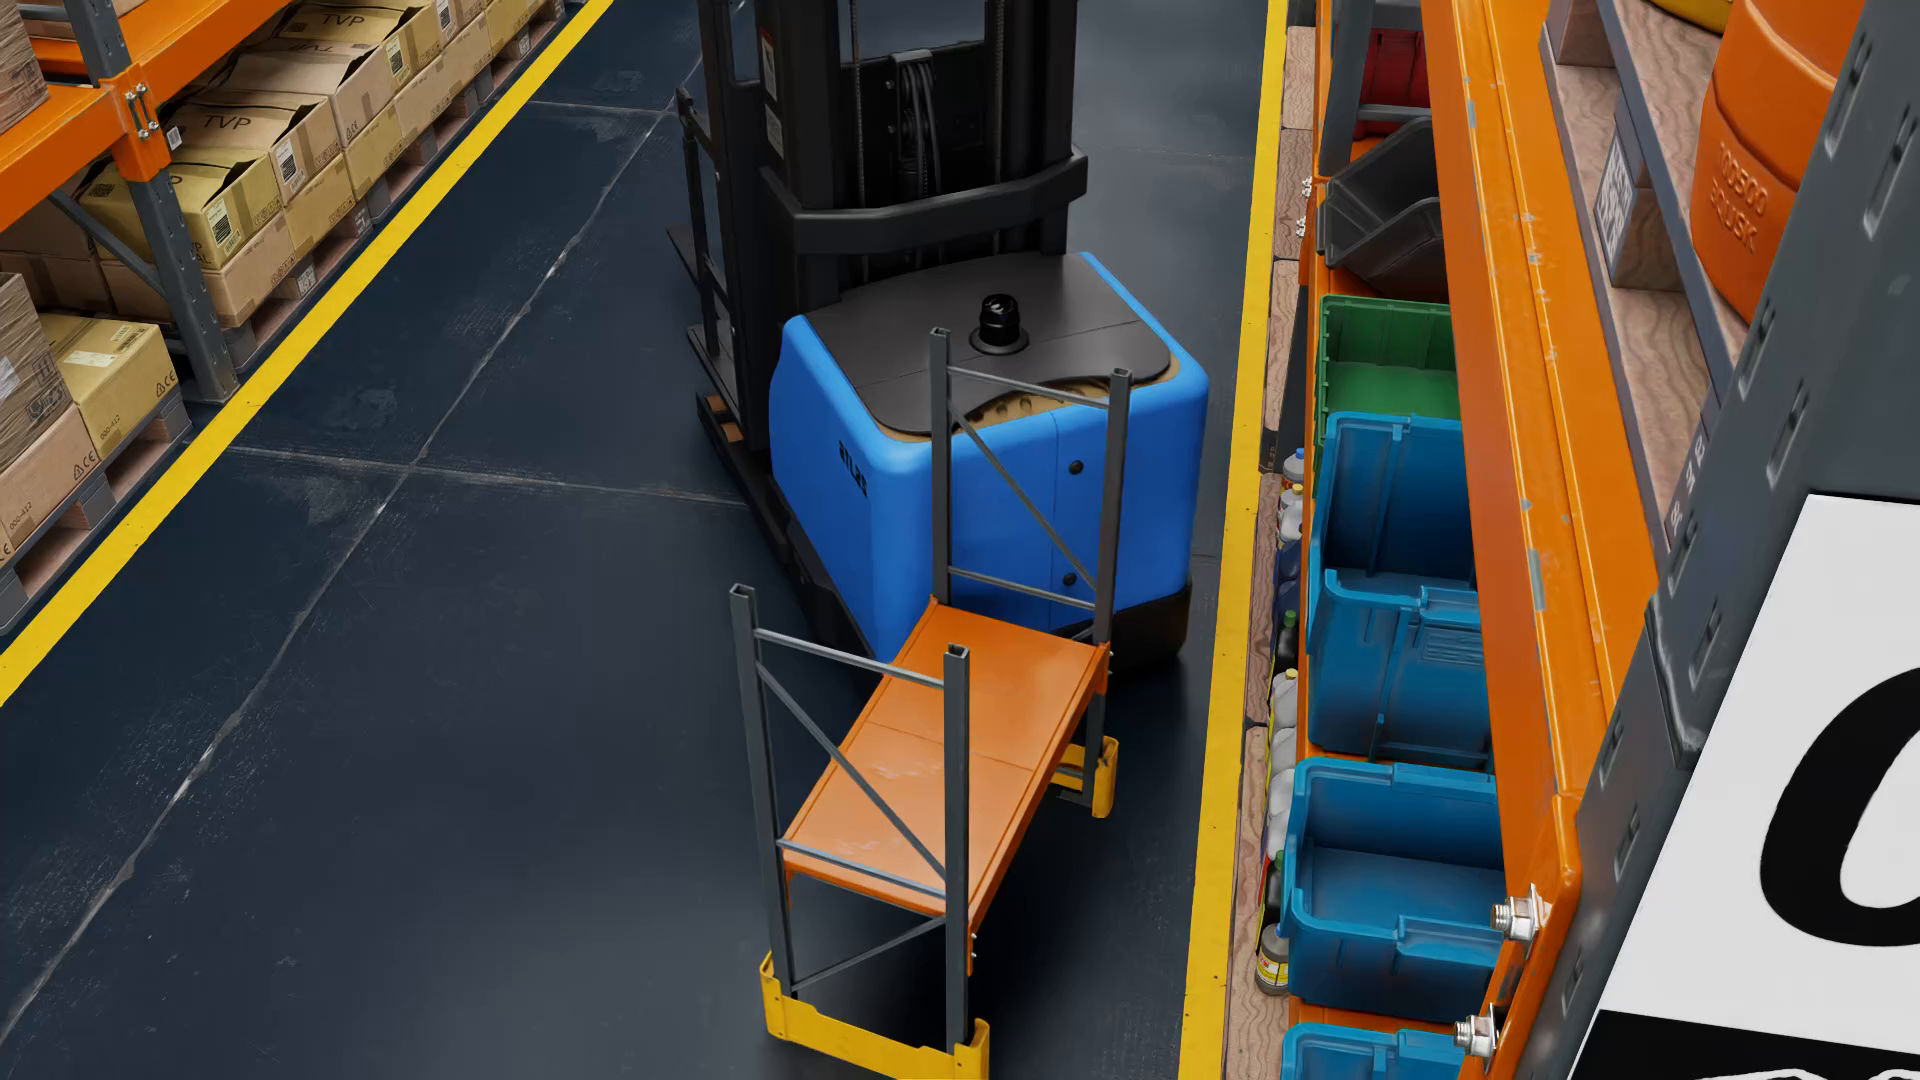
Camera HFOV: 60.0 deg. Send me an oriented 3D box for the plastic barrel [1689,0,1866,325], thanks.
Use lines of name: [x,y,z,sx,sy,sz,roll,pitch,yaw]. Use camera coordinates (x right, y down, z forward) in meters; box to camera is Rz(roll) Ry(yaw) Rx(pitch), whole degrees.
plastic barrel: [0.847,-0.508,0.989,0.600,0.830,0.708,6,40,8]

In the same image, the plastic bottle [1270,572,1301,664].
plastic bottle: [0.999,0.215,4.869,0.144,0.351,0.185,5,40,6]

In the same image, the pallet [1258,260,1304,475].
pallet: [1.678,-0.638,6.356,1.003,0.211,1.213,6,40,8]

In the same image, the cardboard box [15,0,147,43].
cardboard box: [-3.256,-2.020,5.957,0.500,0.250,0.500,9,40,10]

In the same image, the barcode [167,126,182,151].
barcode: [-2.844,-1.454,6.018,0.001,0.075,0.075,6,40,8]

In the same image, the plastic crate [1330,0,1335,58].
plastic crate: [1.465,-1.936,5.750,0.392,0.384,0.575,6,40,8]

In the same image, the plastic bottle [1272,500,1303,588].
plastic bottle: [1.064,0.022,5.161,0.152,0.276,0.135,8,40,9]

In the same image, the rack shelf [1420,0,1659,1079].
rack shelf: [1.234,-0.839,2.621,1.077,0.370,4.000,6,40,8]

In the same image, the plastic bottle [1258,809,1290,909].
plastic bottle: [0.845,0.819,4.198,0.152,0.276,0.135,7,40,8]

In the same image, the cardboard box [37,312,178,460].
cardboard box: [-3.163,-0.551,5.891,0.500,0.250,0.500,6,40,8]

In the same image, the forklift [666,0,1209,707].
forklift: [-0.331,-1.497,5.261,1.130,2.935,3.031,-15,42,-18]

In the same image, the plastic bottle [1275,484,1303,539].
plastic bottle: [1.076,-0.091,5.357,0.097,0.201,0.097,0,40,0]

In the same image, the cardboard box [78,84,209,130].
cardboard box: [-3.426,-1.695,6.835,0.500,0.311,0.500,7,40,9]

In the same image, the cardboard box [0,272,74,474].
cardboard box: [-3.261,-0.528,5.274,0.500,0.500,0.500,6,40,8]

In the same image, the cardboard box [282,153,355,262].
cardboard box: [-2.894,-1.413,6.933,0.500,0.250,0.500,7,40,9]

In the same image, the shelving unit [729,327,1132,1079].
shelving unit: [-0.023,0.426,4.057,0.587,1.500,1.083,15,42,17]

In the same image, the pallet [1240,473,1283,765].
pallet: [1.423,0.276,5.250,1.003,0.211,1.213,6,40,8]

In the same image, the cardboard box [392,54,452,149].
cardboard box: [-2.718,-2.057,7.712,0.500,0.250,0.500,7,40,9]

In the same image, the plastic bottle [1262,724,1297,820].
plastic bottle: [0.893,0.599,4.405,0.144,0.351,0.185,8,40,10]

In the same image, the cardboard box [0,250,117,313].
cardboard box: [-3.512,-1.158,6.625,0.500,0.250,0.500,6,40,7]

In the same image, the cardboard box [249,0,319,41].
cardboard box: [-3.247,-2.323,7.594,0.500,0.311,0.500,6,40,7]

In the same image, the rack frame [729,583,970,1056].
rack frame: [-0.218,0.732,3.688,0.500,1.500,0.032,15,42,17]

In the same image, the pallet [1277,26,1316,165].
pallet: [2.100,-2.169,8.208,1.003,0.211,1.213,6,40,8]

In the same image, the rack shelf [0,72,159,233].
rack shelf: [-3.644,-0.232,4.241,1.077,0.370,4.000,6,40,8]

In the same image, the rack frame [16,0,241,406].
rack frame: [-3.298,-1.764,5.530,1.000,3.000,0.127,6,40,8]

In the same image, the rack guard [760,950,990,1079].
rack guard: [-0.211,1.202,4.100,0.587,0.250,0.087,15,42,17]

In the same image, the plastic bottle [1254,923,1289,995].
plastic bottle: [0.774,1.003,4.034,0.097,0.201,0.097,0,40,0]

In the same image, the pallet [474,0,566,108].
pallet: [-2.786,-2.687,8.835,1.003,0.211,1.213,6,40,8]

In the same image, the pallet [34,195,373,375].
pallet: [-3.209,-1.156,6.982,1.003,0.211,1.213,6,40,8]

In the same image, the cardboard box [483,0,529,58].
cardboard box: [-2.542,-2.696,8.485,0.500,0.250,0.500,6,40,7]

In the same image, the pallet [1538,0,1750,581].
pallet: [1.128,-0.297,1.549,1.003,0.211,1.213,6,40,8]

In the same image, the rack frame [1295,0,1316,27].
rack frame: [2.272,-3.726,7.902,1.000,3.000,0.127,6,40,8]

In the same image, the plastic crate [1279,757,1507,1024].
plastic crate: [0.798,0.598,2.789,0.499,0.251,0.408,6,40,8]

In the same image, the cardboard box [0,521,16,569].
cardboard box: [-3.331,0.077,5.131,0.500,0.250,0.500,6,40,8]

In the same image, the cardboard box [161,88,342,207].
cardboard box: [-2.889,-1.628,6.753,0.500,0.311,0.500,6,40,7]

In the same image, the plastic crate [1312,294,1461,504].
plastic crate: [1.067,-0.313,3.941,0.450,0.188,0.662,6,40,8]

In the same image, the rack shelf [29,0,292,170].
rack shelf: [-2.952,-2.742,7.277,1.077,0.370,4.000,6,40,8]

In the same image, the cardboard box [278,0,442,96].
cardboard box: [-2.716,-2.279,7.541,0.500,0.311,0.500,7,40,9]

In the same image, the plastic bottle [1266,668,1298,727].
plastic bottle: [0.927,0.448,4.705,0.097,0.201,0.097,0,40,0]

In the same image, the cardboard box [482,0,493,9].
cardboard box: [-2.537,-2.910,8.304,0.500,0.311,0.500,6,40,7]
